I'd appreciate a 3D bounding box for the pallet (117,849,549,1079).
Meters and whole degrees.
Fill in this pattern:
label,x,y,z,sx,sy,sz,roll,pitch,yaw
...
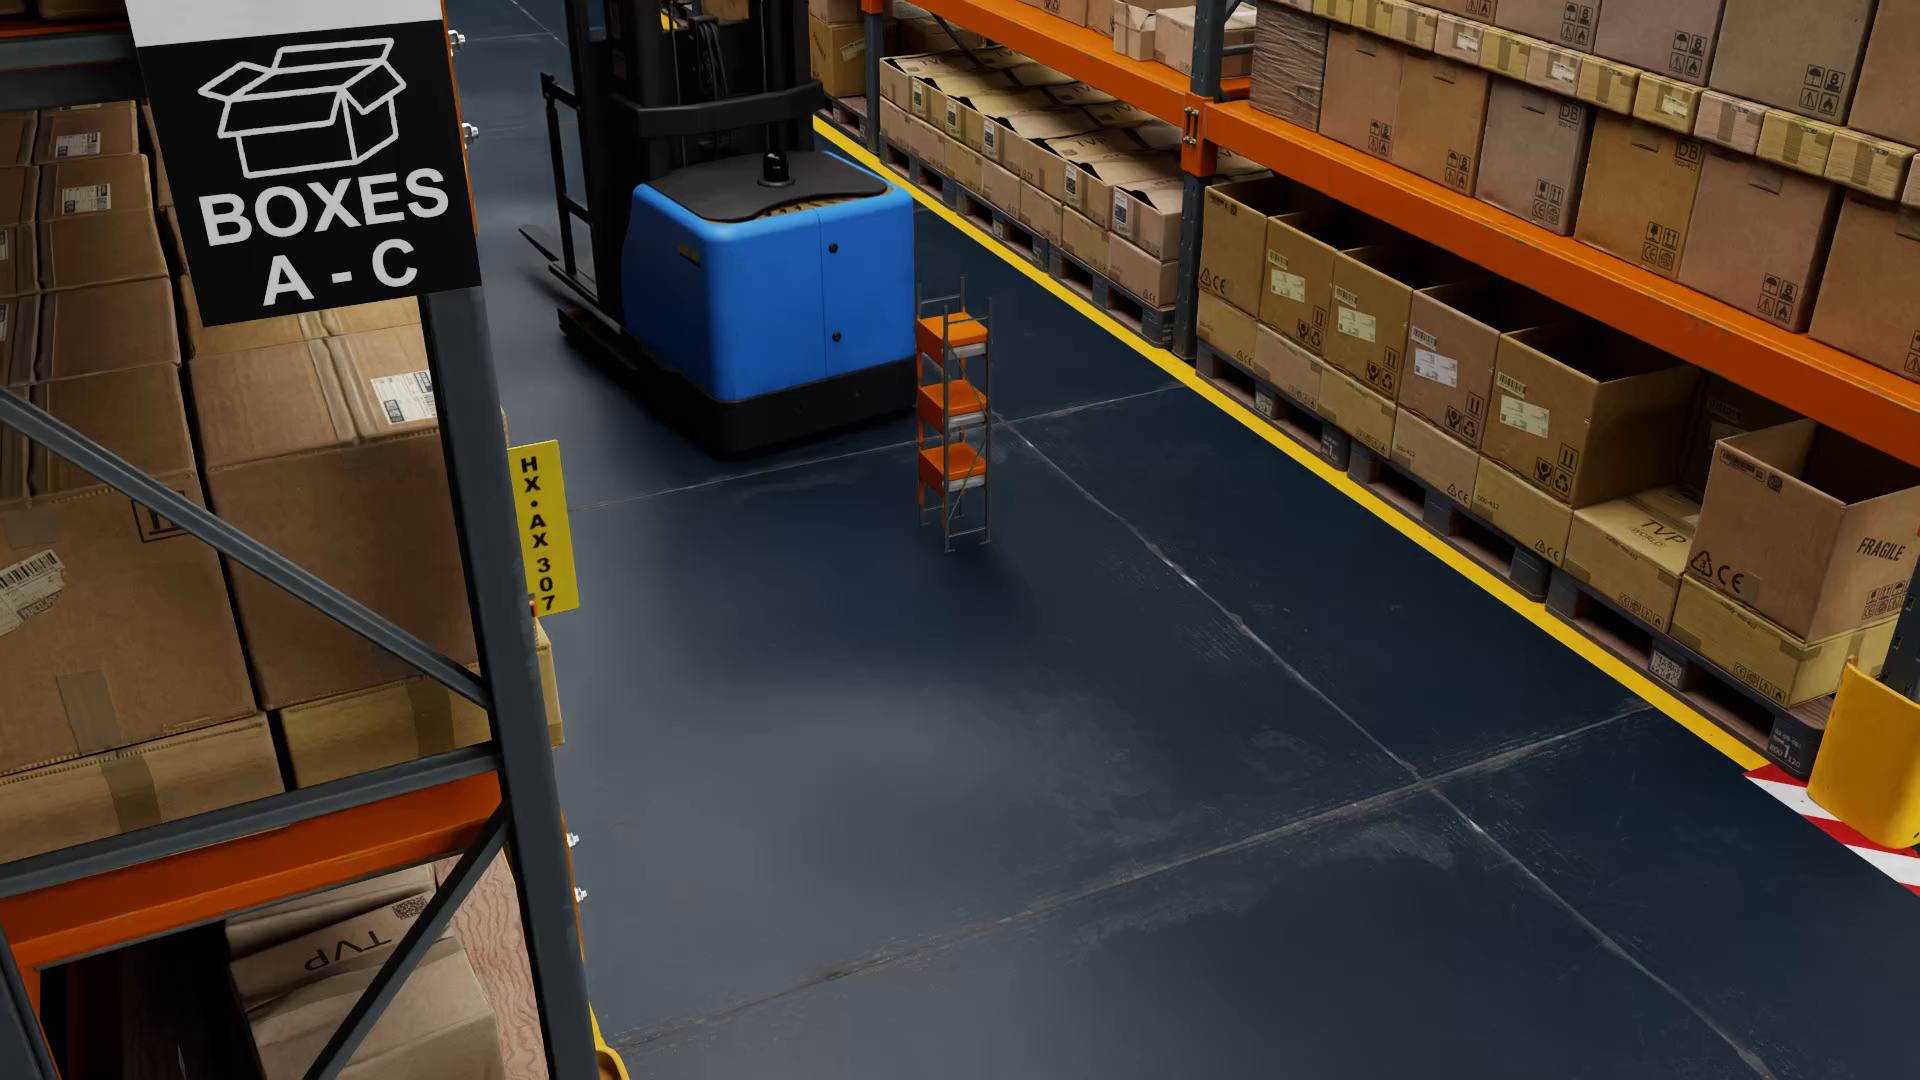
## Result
label,x,y,z,sx,sy,sz,roll,pitch,yaw
pallet,-1.553,1.294,4.227,1.003,0.211,1.213,-13,32,-22

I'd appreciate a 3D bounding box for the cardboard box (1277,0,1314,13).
label,x,y,z,sx,sy,sz,roll,pitch,yaw
cardboard box,1.600,-2.388,7.176,0.380,0.149,0.250,-13,32,-21

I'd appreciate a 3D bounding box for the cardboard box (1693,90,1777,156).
label,x,y,z,sx,sy,sz,roll,pitch,yaw
cardboard box,2.603,-1.359,5.342,0.380,0.149,0.250,-13,32,-21

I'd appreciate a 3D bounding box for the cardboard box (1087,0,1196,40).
label,x,y,z,sx,sy,sz,roll,pitch,yaw
cardboard box,1.011,-2.950,8.842,0.500,0.500,0.500,-11,31,-18

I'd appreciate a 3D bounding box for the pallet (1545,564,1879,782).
label,x,y,z,sx,sy,sz,roll,pitch,yaw
pallet,2.903,0.323,5.958,1.003,0.211,1.213,-13,32,-22

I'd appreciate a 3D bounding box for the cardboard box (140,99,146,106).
label,x,y,z,sx,sy,sz,roll,pitch,yaw
cardboard box,-3.108,-1.757,6.264,0.700,0.500,0.500,-13,32,-22

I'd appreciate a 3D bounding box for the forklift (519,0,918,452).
label,x,y,z,sx,sy,sz,roll,pitch,yaw
forklift,-1.412,-2.343,7.931,1.130,2.935,3.031,-18,34,-28

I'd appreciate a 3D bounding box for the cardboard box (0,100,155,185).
label,x,y,z,sx,sy,sz,roll,pitch,yaw
cardboard box,-2.689,-1.079,4.974,0.500,0.500,0.500,-13,32,-22

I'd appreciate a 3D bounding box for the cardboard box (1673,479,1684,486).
label,x,y,z,sx,sy,sz,roll,pitch,yaw
cardboard box,2.808,-0.273,6.552,0.500,0.250,0.500,-13,32,-22

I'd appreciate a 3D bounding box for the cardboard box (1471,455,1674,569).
label,x,y,z,sx,sy,sz,roll,pitch,yaw
cardboard box,2.330,-0.162,6.354,0.500,0.250,0.500,-13,32,-22

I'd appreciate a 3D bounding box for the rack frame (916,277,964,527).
label,x,y,z,sx,sy,sz,roll,pitch,yaw
rack frame,-0.075,-0.535,6.631,0.200,1.050,0.008,-13,32,-22

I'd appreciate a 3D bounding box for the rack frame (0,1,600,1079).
label,x,y,z,sx,sy,sz,roll,pitch,yaw
rack frame,-1.200,0.477,2.833,0.949,2.616,0.053,-13,32,-22

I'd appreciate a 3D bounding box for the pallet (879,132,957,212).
label,x,y,z,sx,sy,sz,roll,pitch,yaw
pallet,0.153,-2.510,11.010,1.003,0.211,1.213,-13,32,-22

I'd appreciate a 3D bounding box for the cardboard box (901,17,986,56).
label,x,y,z,sx,sy,sz,roll,pitch,yaw
cardboard box,-0.103,-3.461,11.961,0.500,0.500,0.500,-12,31,-20

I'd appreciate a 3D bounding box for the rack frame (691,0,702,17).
label,x,y,z,sx,sy,sz,roll,pitch,yaw
rack frame,-1.883,-5.865,14.143,1.000,3.000,0.127,-13,32,-22

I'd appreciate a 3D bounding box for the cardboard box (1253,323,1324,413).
label,x,y,z,sx,sy,sz,roll,pitch,yaw
cardboard box,1.687,-0.825,7.536,0.500,0.250,0.500,-13,32,-22

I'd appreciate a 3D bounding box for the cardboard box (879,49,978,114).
label,x,y,z,sx,sy,sz,roll,pitch,yaw
cardboard box,-0.206,-3.034,10.902,0.500,0.311,0.500,-12,31,-20

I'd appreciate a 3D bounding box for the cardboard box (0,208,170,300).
label,x,y,z,sx,sy,sz,roll,pitch,yaw
cardboard box,-2.031,-0.408,3.778,0.500,0.500,0.500,-14,32,-23

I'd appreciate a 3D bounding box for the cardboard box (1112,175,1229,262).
label,x,y,z,sx,sy,sz,roll,pitch,yaw
cardboard box,1.119,-1.678,8.485,0.500,0.311,0.500,-13,32,-22

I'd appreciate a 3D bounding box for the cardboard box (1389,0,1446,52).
label,x,y,z,sx,sy,sz,roll,pitch,yaw
cardboard box,1.932,-2.047,6.569,0.380,0.149,0.250,-14,32,-24

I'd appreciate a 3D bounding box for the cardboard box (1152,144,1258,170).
label,x,y,z,sx,sy,sz,roll,pitch,yaw
cardboard box,1.389,-2.017,9.088,0.500,0.311,0.500,-13,32,-23

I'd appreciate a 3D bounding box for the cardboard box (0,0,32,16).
label,x,y,z,sx,sy,sz,roll,pitch,yaw
cardboard box,-1.611,-1.014,2.302,0.500,0.500,0.500,-11,31,-18

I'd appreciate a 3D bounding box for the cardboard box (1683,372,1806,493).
label,x,y,z,sx,sy,sz,roll,pitch,yaw
cardboard box,3.023,-0.379,5.975,0.500,0.500,0.500,-13,32,-22

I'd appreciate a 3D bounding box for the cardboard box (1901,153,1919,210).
label,x,y,z,sx,sy,sz,roll,pitch,yaw
cardboard box,2.933,-1.020,4.736,0.380,0.149,0.250,-14,32,-23

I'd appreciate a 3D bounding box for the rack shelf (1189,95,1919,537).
label,x,y,z,sx,sy,sz,roll,pitch,yaw
rack shelf,2.410,-1.134,6.441,1.077,0.370,4.000,-13,32,-22

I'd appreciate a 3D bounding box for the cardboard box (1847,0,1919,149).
label,x,y,z,sx,sy,sz,roll,pitch,yaw
cardboard box,3.057,-1.406,4.762,0.700,0.500,0.500,-13,32,-22

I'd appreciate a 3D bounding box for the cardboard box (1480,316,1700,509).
label,x,y,z,sx,sy,sz,roll,pitch,yaw
cardboard box,2.327,-0.488,6.169,0.500,0.500,0.500,-13,32,-22

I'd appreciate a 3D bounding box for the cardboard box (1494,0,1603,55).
label,x,y,z,sx,sy,sz,roll,pitch,yaw
cardboard box,2.394,-2.081,5.965,0.700,0.500,0.500,-13,32,-22

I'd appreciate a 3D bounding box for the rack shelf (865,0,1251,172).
label,x,y,z,sx,sy,sz,roll,pitch,yaw
rack shelf,0.693,-2.901,9.592,1.077,0.370,4.000,-13,32,-22

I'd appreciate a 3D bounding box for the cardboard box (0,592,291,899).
label,x,y,z,sx,sy,sz,roll,pitch,yaw
cardboard box,-1.579,0.368,3.159,0.500,0.250,0.500,-13,32,-21

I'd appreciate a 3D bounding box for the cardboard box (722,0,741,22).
label,x,y,z,sx,sy,sz,roll,pitch,yaw
cardboard box,-1.656,-4.469,13.758,0.500,0.500,0.500,-13,32,-21

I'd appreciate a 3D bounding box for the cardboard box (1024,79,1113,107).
label,x,y,z,sx,sy,sz,roll,pitch,yaw
cardboard box,0.725,-2.695,10.298,0.500,0.311,0.500,-13,32,-22

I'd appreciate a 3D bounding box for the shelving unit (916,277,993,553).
label,x,y,z,sx,sy,sz,roll,pitch,yaw
shelving unit,-0.023,-0.482,6.535,0.215,1.050,0.252,-13,32,-22

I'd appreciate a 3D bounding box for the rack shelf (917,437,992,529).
label,x,y,z,sx,sy,sz,roll,pitch,yaw
rack shelf,-0.023,-0.230,6.676,0.215,0.259,0.240,-13,32,-22

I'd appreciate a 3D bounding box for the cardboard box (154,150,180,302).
label,x,y,z,sx,sy,sz,roll,pitch,yaw
cardboard box,-1.789,-0.742,4.373,0.500,0.500,0.500,-12,31,-20

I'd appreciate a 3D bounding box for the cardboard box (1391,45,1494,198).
label,x,y,z,sx,sy,sz,roll,pitch,yaw
cardboard box,2.192,-1.726,6.659,0.700,0.500,0.500,-13,32,-21

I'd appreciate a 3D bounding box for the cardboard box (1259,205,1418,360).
label,x,y,z,sx,sy,sz,roll,pitch,yaw
cardboard box,1.690,-1.152,7.353,0.500,0.500,0.500,-13,32,-22

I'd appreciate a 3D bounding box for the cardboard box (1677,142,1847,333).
label,x,y,z,sx,sy,sz,roll,pitch,yaw
cardboard box,2.850,-1.048,5.449,0.700,0.500,0.500,-12,32,-21

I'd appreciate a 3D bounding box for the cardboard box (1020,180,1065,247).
label,x,y,z,sx,sy,sz,roll,pitch,yaw
cardboard box,0.676,-1.887,9.430,0.500,0.250,0.500,-12,32,-21

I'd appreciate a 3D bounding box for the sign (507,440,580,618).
label,x,y,z,sx,sy,sz,roll,pitch,yaw
sign,-0.713,-0.014,2.823,0.100,0.325,0.005,-13,32,-22

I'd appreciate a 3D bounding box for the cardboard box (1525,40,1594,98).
label,x,y,z,sx,sy,sz,roll,pitch,yaw
cardboard box,2.265,-1.704,5.957,0.380,0.149,0.250,-14,32,-23

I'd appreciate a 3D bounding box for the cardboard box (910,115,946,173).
label,x,y,z,sx,sy,sz,roll,pitch,yaw
cardboard box,0.011,-2.567,10.643,0.500,0.250,0.500,-14,32,-23

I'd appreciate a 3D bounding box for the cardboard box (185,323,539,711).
label,x,y,z,sx,sy,sz,roll,pitch,yaw
cardboard box,-1.137,-0.067,3.169,0.500,0.500,0.500,-13,32,-22

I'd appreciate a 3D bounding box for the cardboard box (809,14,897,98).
label,x,y,z,sx,sy,sz,roll,pitch,yaw
cardboard box,-0.779,-3.564,12.144,0.500,0.500,0.500,-12,31,-20

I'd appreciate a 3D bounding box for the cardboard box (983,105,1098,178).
label,x,y,z,sx,sy,sz,roll,pitch,yaw
cardboard box,0.465,-2.351,9.684,0.500,0.311,0.500,-13,32,-23
